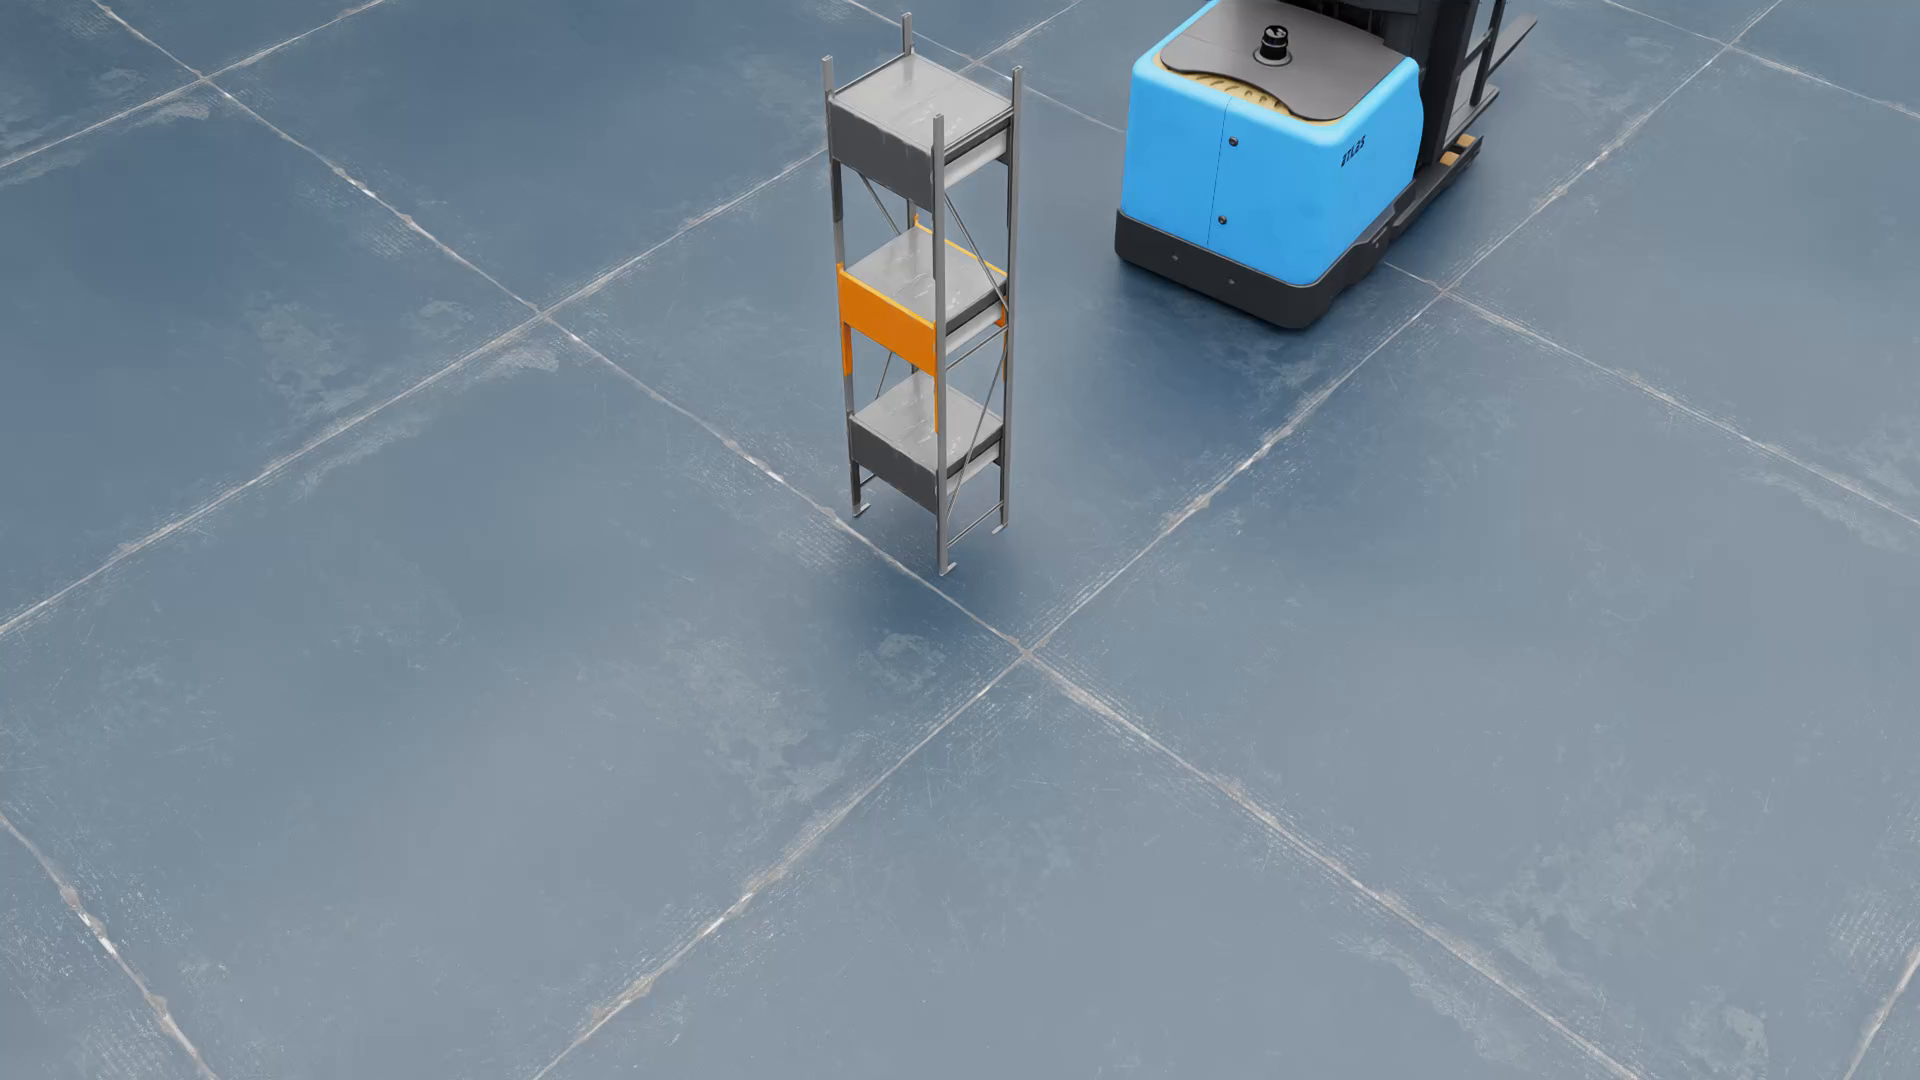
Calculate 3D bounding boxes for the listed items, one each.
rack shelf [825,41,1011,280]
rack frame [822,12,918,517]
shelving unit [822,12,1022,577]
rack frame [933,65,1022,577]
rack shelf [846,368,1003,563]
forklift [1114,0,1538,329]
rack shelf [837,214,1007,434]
[{"bbox_3d":[-0.122,-1.270,5.561,0.480,0.518,0.431,34,55,28],"label":"rack shelf"},{"bbox_3d":[-0.301,-0.921,6.175,0.015,2.100,0.400,34,55,28],"label":"rack frame"},{"bbox_3d":[-0.122,-0.801,6.061,0.503,2.100,0.431,34,55,28],"label":"shelving unit"},{"bbox_3d":[0.058,-0.680,5.948,0.015,2.100,0.400,34,55,28],"label":"rack frame"},{"bbox_3d":[-0.122,-0.312,6.582,0.480,0.518,0.431,34,55,28],"label":"rack shelf"},{"bbox_3d":[2.016,-2.996,7.553,1.130,2.935,3.031,28,53,24],"label":"forklift"},{"bbox_3d":[-0.122,-0.791,6.071,0.480,0.518,0.431,34,55,28],"label":"rack shelf"}]
